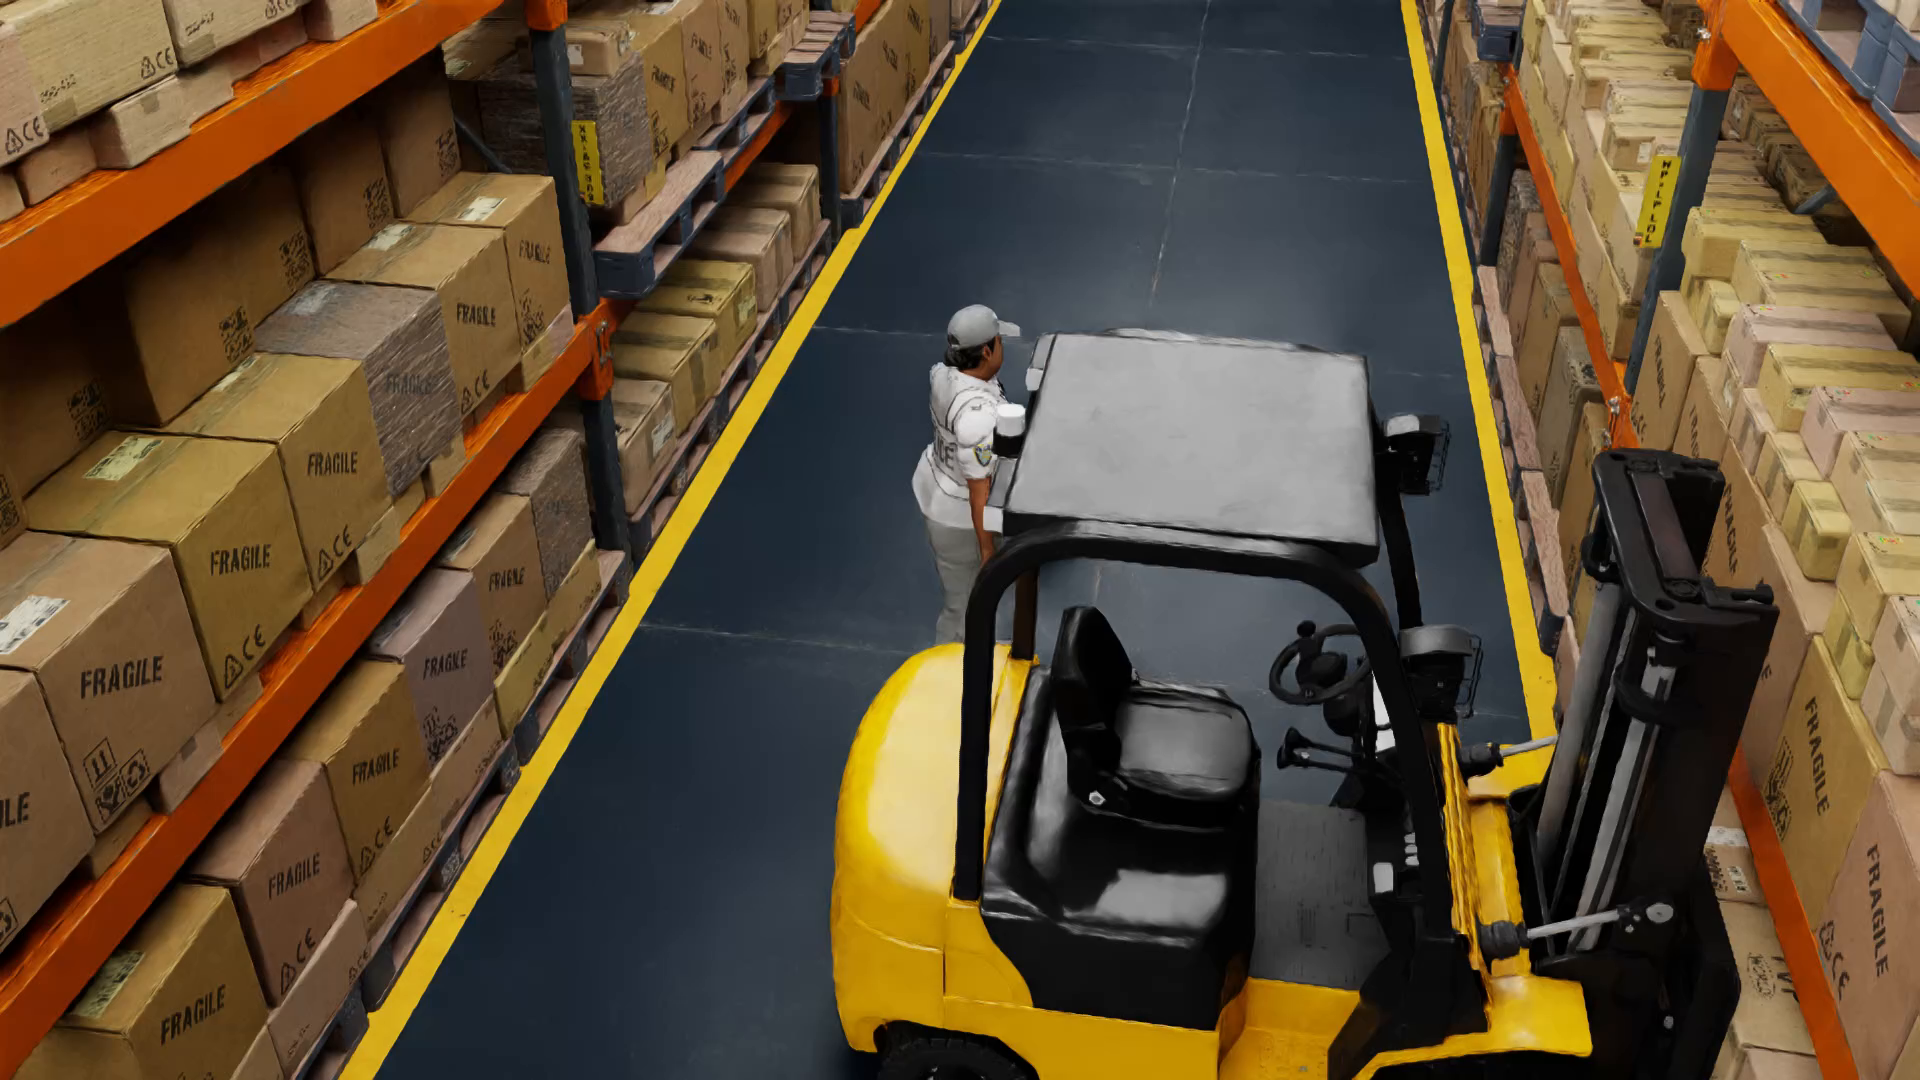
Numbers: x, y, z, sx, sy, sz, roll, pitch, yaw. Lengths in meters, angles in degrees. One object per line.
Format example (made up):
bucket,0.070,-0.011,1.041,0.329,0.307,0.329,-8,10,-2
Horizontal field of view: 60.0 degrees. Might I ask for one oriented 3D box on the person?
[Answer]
person,0.030,-0.135,6.230,0.392,1.591,0.534,-7,33,-11
